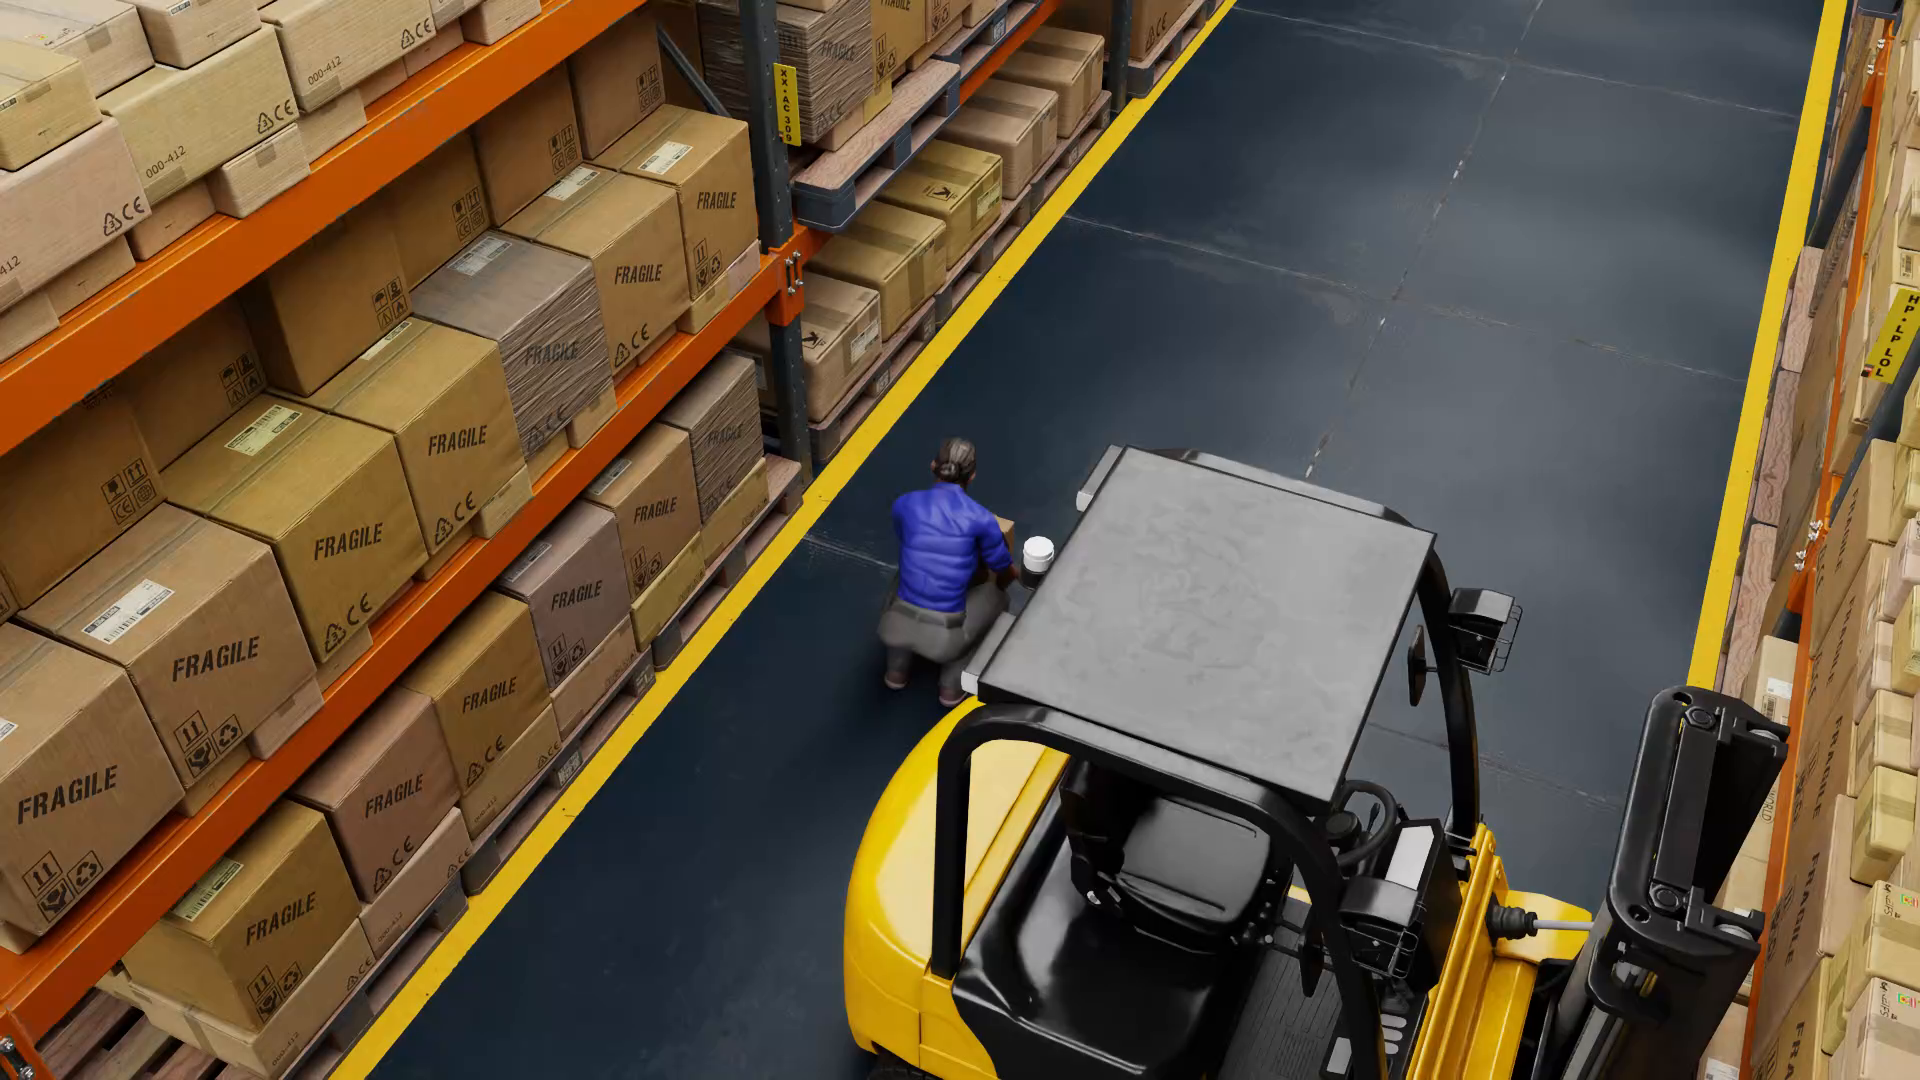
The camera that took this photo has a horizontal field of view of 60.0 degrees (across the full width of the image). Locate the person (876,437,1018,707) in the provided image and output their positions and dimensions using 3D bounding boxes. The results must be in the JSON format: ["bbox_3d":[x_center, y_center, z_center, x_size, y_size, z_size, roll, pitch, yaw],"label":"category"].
[{"bbox_3d":[-0.057,0.133,6.556,0.513,0.952,0.759,16,45,17],"label":"person"}]
